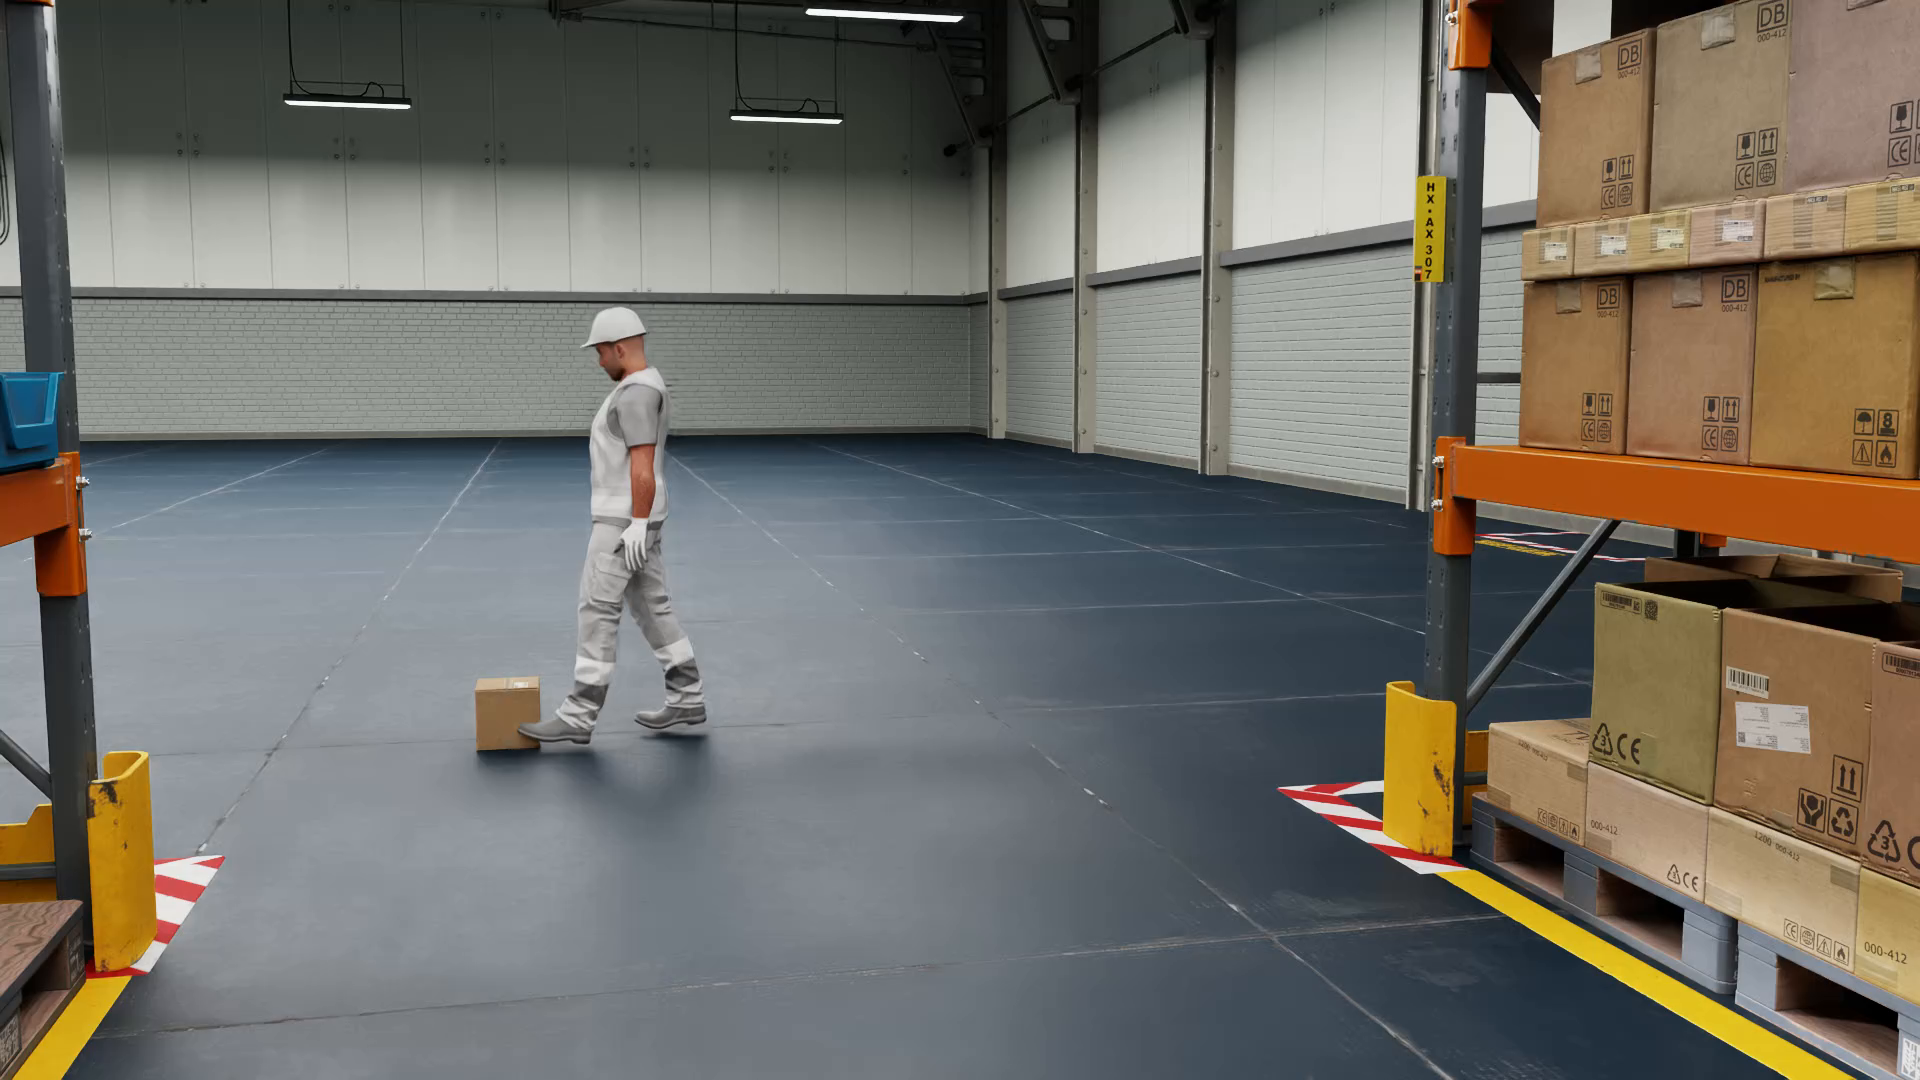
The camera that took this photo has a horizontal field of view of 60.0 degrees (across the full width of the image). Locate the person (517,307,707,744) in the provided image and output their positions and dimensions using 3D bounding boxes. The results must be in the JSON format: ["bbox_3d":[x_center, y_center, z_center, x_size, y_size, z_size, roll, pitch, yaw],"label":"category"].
[{"bbox_3d":[-1.437,-0.065,6.844,0.748,1.773,0.607,-1,6,-7],"label":"person"}]
